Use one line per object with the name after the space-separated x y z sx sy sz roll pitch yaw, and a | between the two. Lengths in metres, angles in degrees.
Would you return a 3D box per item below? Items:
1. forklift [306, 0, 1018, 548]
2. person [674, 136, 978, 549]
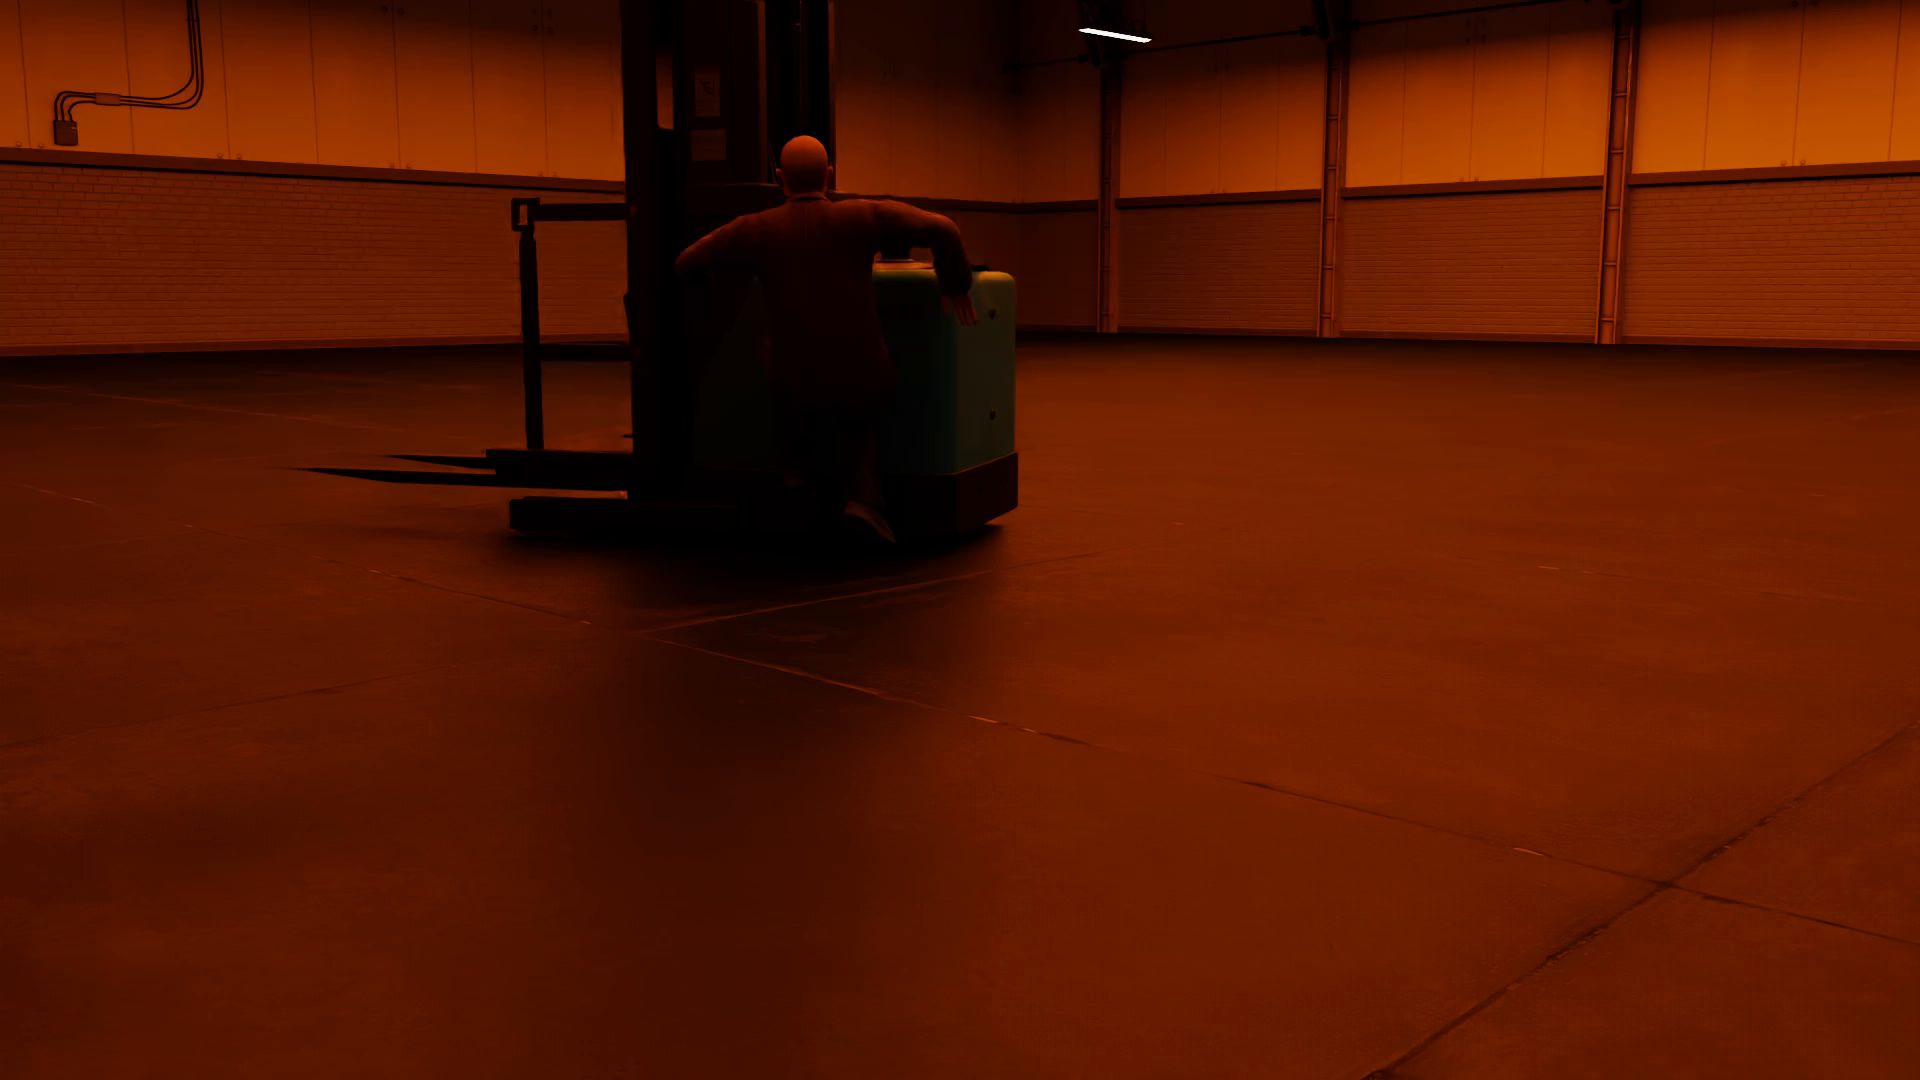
-1.327 -1.522 6.984 3.031 2.935 1.130 3 9 17 | forklift
-0.493 -0.696 6.153 1.097 1.511 0.893 -1 9 -9 | person
